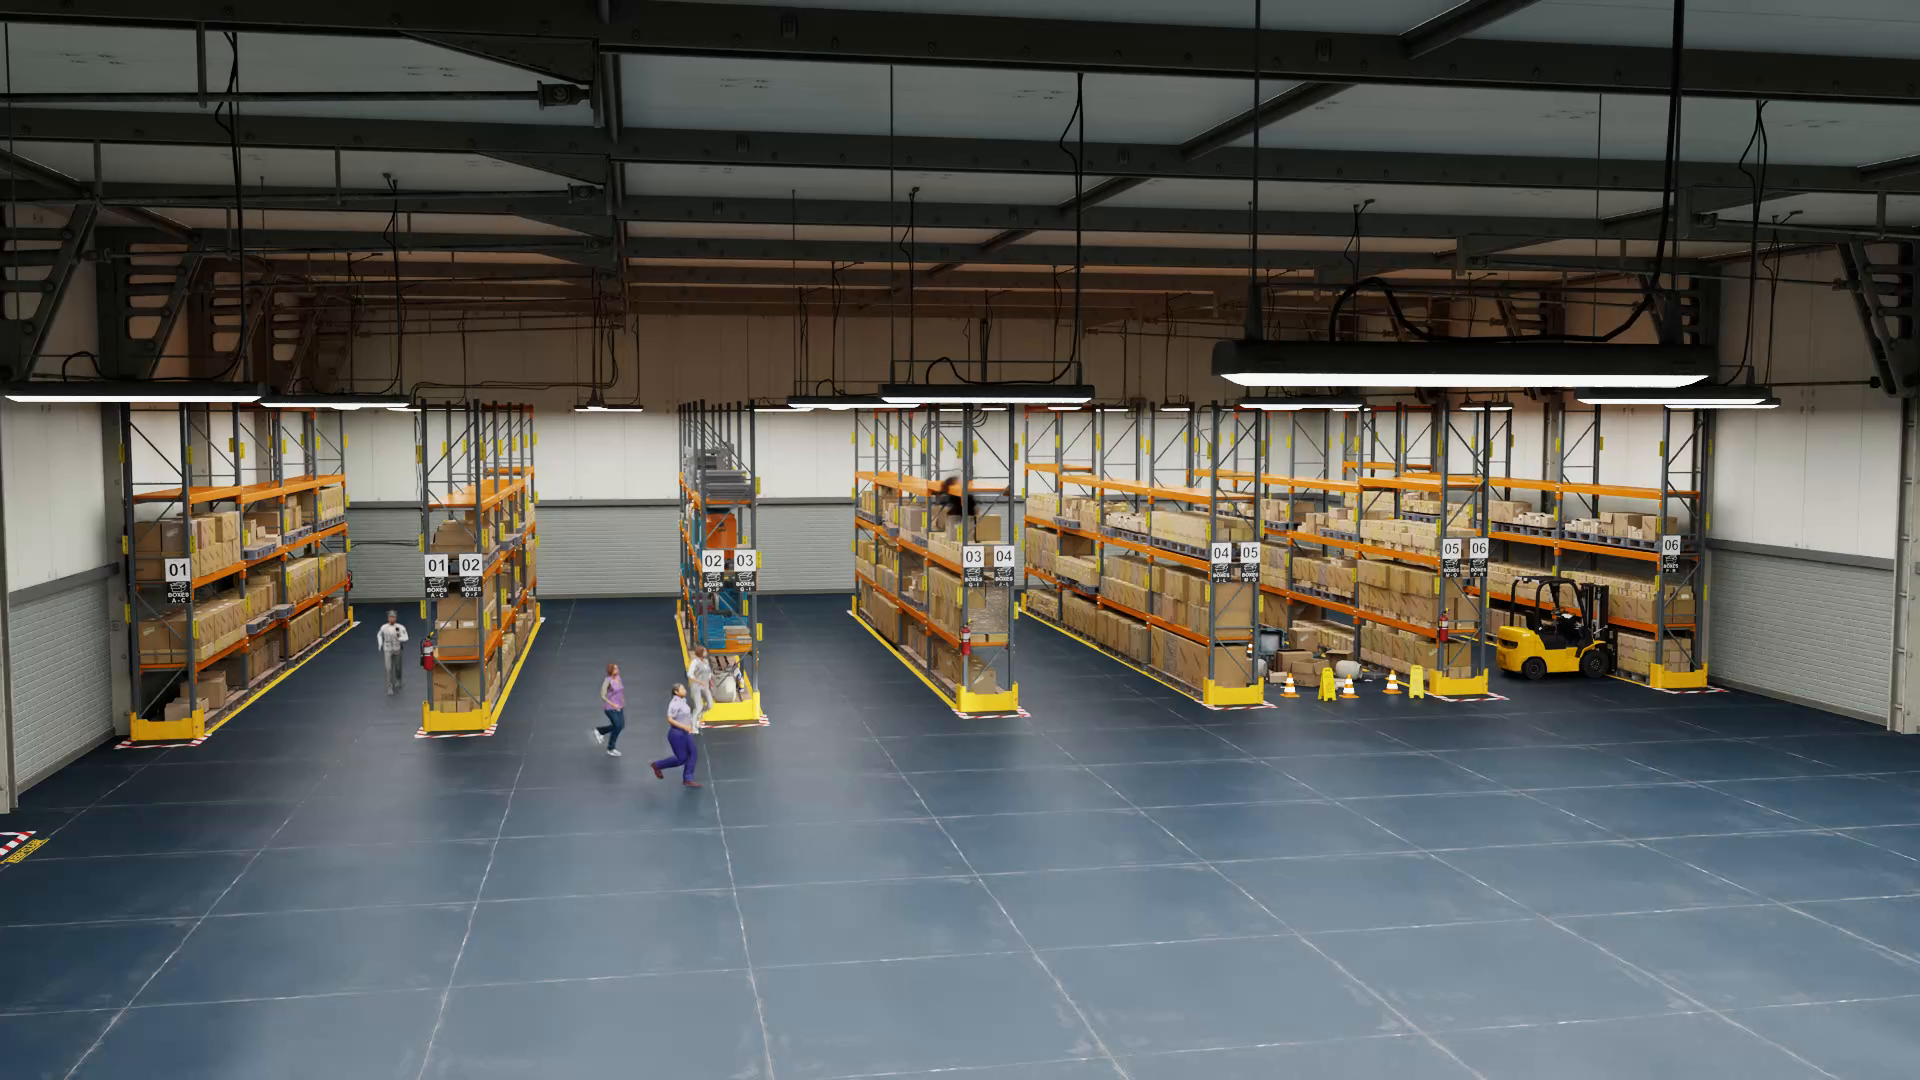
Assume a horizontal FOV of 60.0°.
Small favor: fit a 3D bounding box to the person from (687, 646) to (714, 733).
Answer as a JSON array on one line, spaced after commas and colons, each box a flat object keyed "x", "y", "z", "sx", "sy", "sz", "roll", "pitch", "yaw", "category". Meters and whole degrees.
[{"x": -4.647, "y": 2.688, "z": 29.987, "sx": 0.491, "sy": 1.556, "sz": 0.618, "roll": 3, "pitch": 5, "yaw": 35, "category": "person"}]

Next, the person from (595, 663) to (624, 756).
[{"x": -5.902, "y": 2.839, "z": 28.011, "sx": 0.601, "sy": 1.576, "sz": 0.556, "roll": 2, "pitch": 5, "yaw": 22, "category": "person"}]

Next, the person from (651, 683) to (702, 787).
[{"x": -4.355, "y": 2.999, "z": 25.562, "sx": 0.765, "sy": 1.628, "sz": 0.612, "roll": 0, "pitch": 4, "yaw": 5, "category": "person"}]

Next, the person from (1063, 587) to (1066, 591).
[{"x": 3.049, "y": 1.108, "z": 49.740, "sx": 0.621, "sy": 1.704, "sz": 0.720, "roll": 3, "pitch": 5, "yaw": 34, "category": "person"}]

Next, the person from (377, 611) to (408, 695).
[{"x": -11.649, "y": 2.279, "z": 34.158, "sx": 0.611, "sy": 1.682, "sz": 0.940, "roll": -1, "pitch": 4, "yaw": -16, "category": "person"}]
